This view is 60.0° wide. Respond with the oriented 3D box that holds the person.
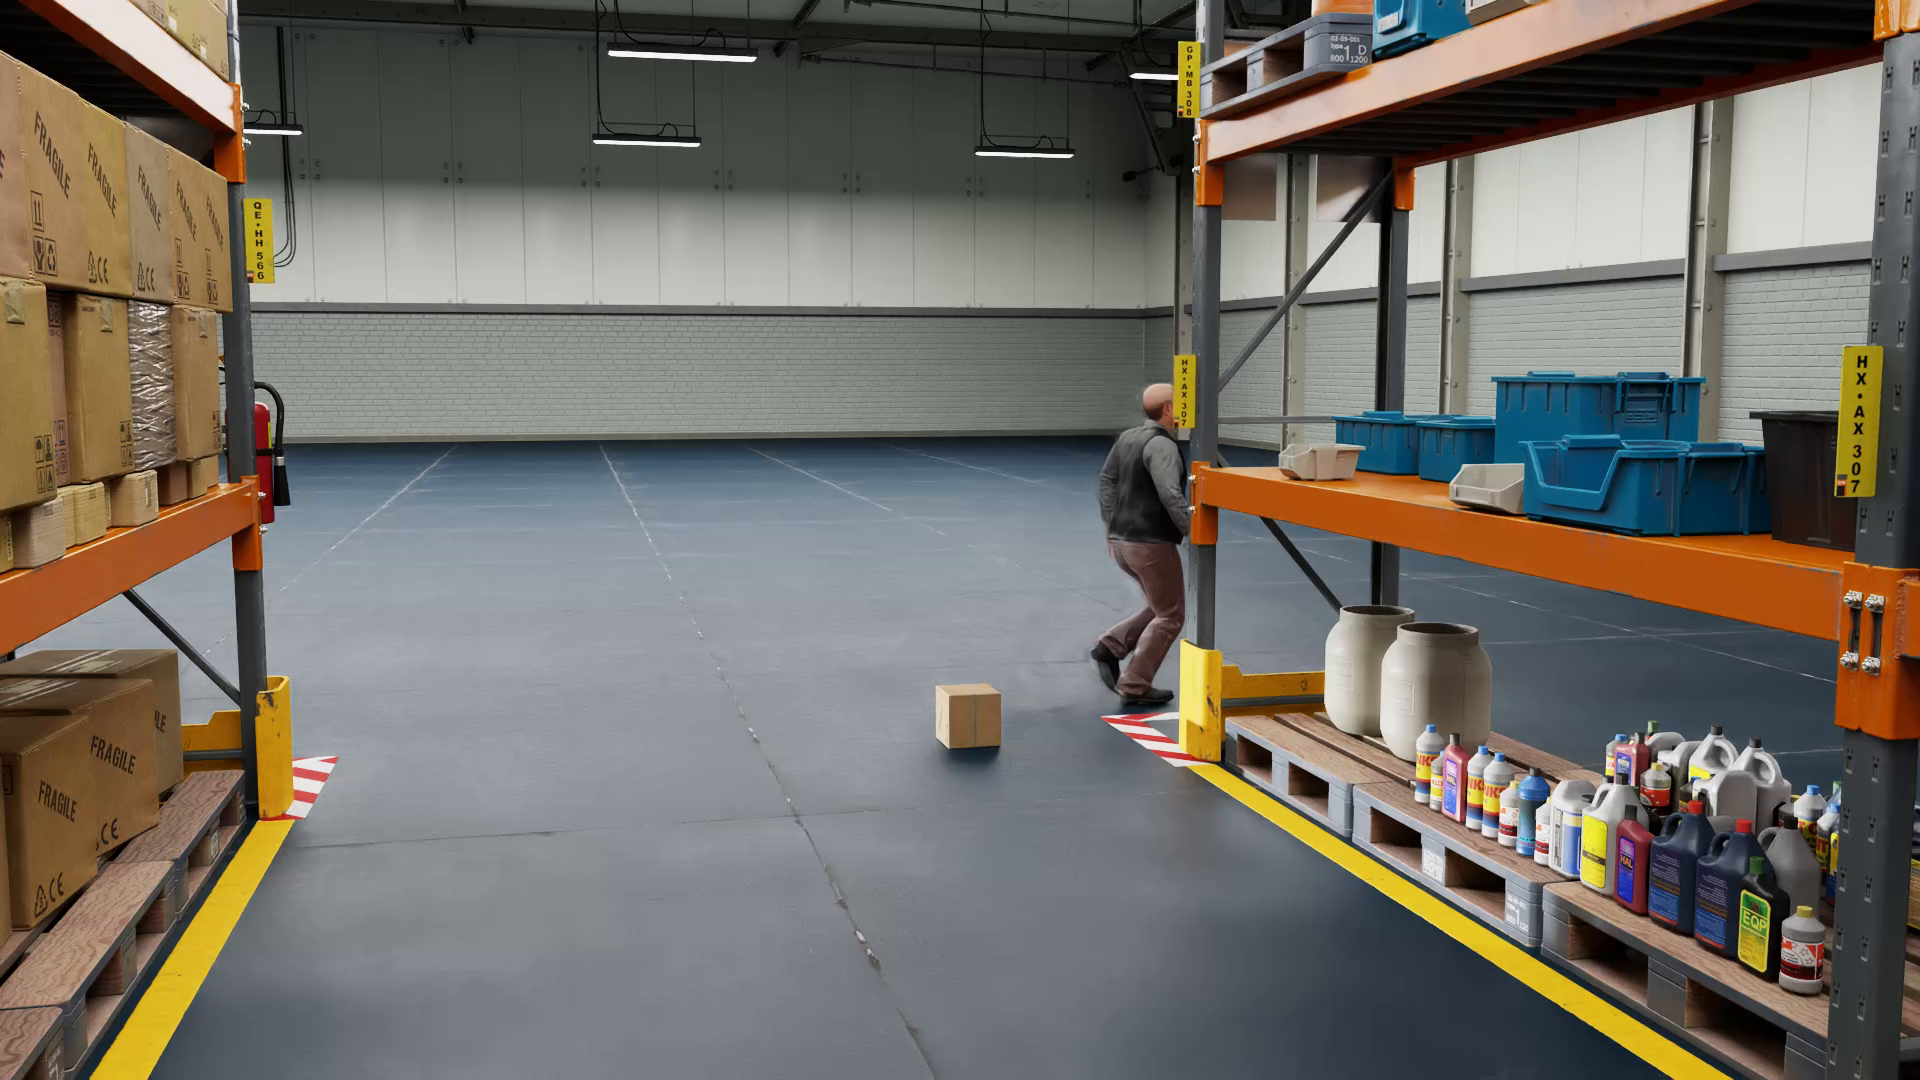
[{"bbox_3d":[0.979,0.018,8.627,0.562,1.659,0.687,-2,6,-17],"label":"person"}]
